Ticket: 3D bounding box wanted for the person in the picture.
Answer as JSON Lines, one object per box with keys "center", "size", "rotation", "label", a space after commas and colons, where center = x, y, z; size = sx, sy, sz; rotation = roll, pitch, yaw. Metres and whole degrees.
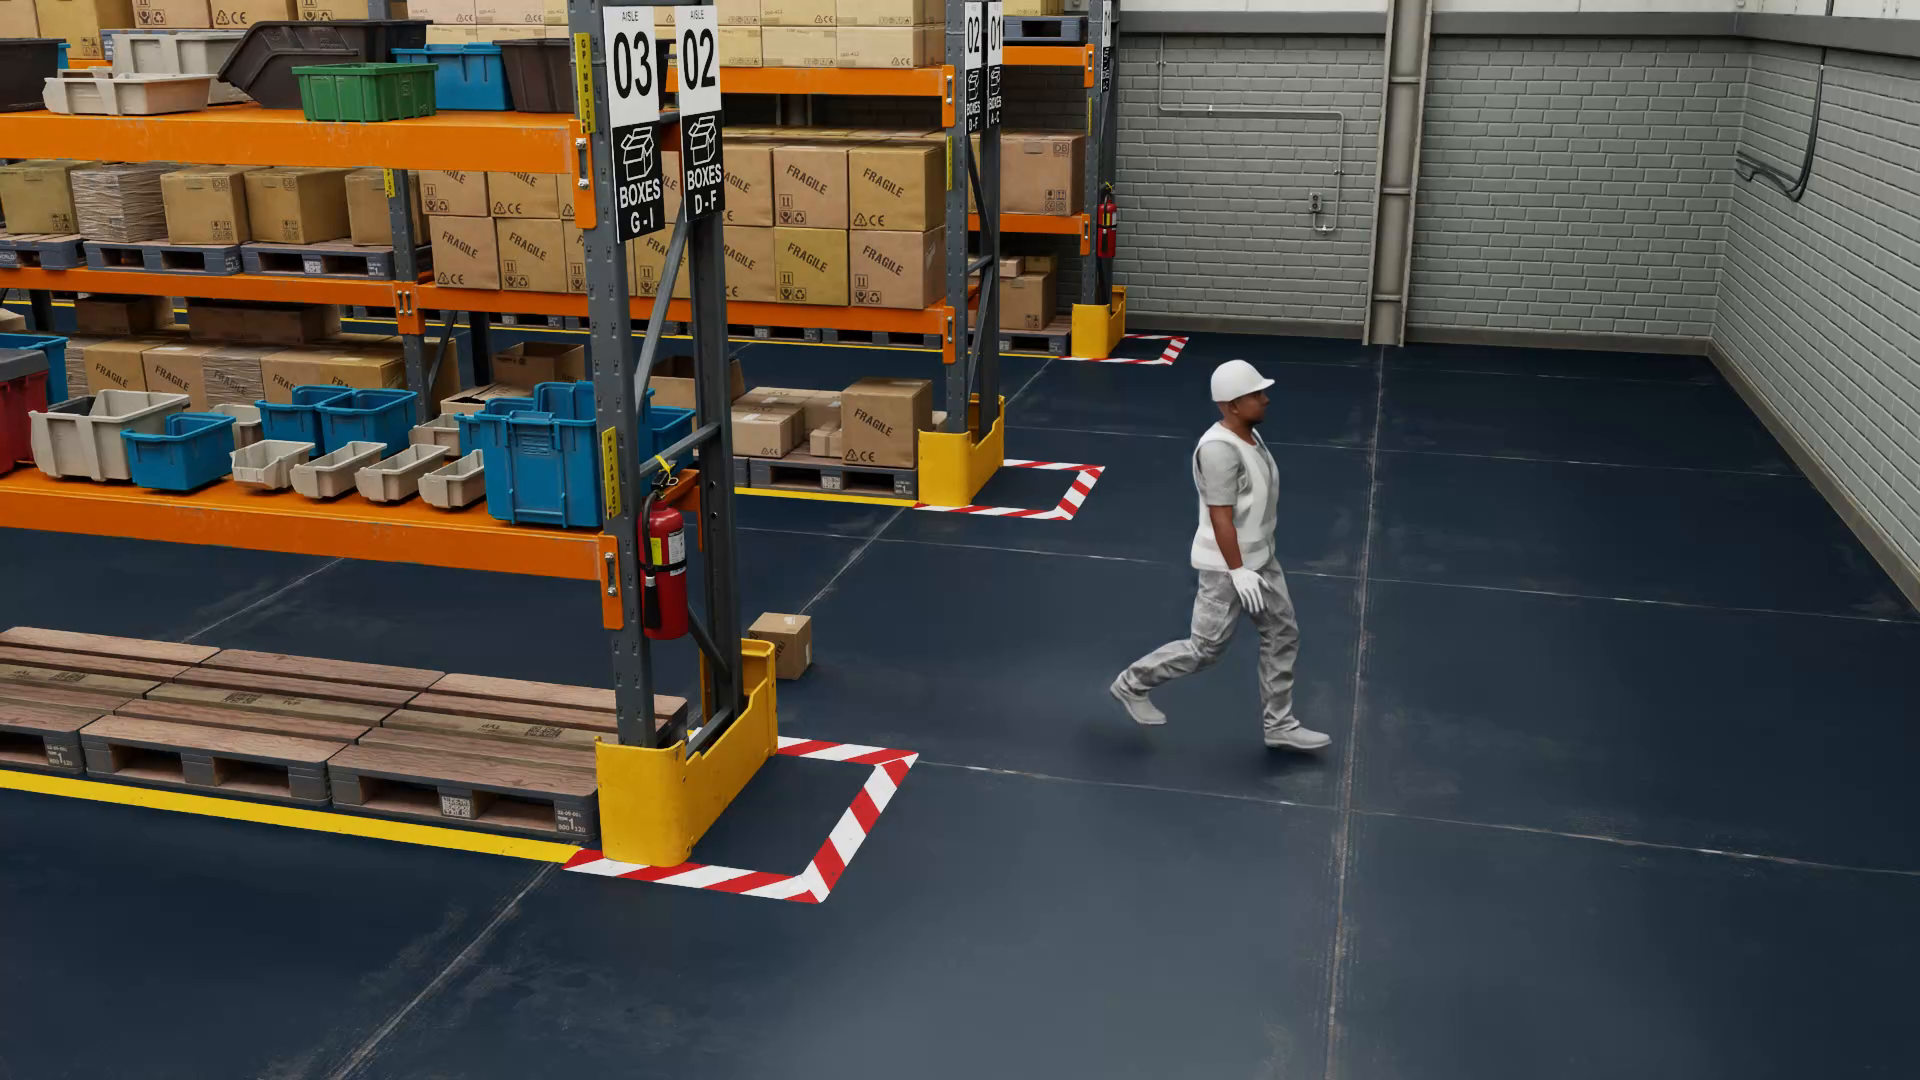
{"center": [1.173, 0.078, 7.270], "size": [0.993, 1.746, 0.546], "rotation": [9, 20, 26], "label": "person"}
